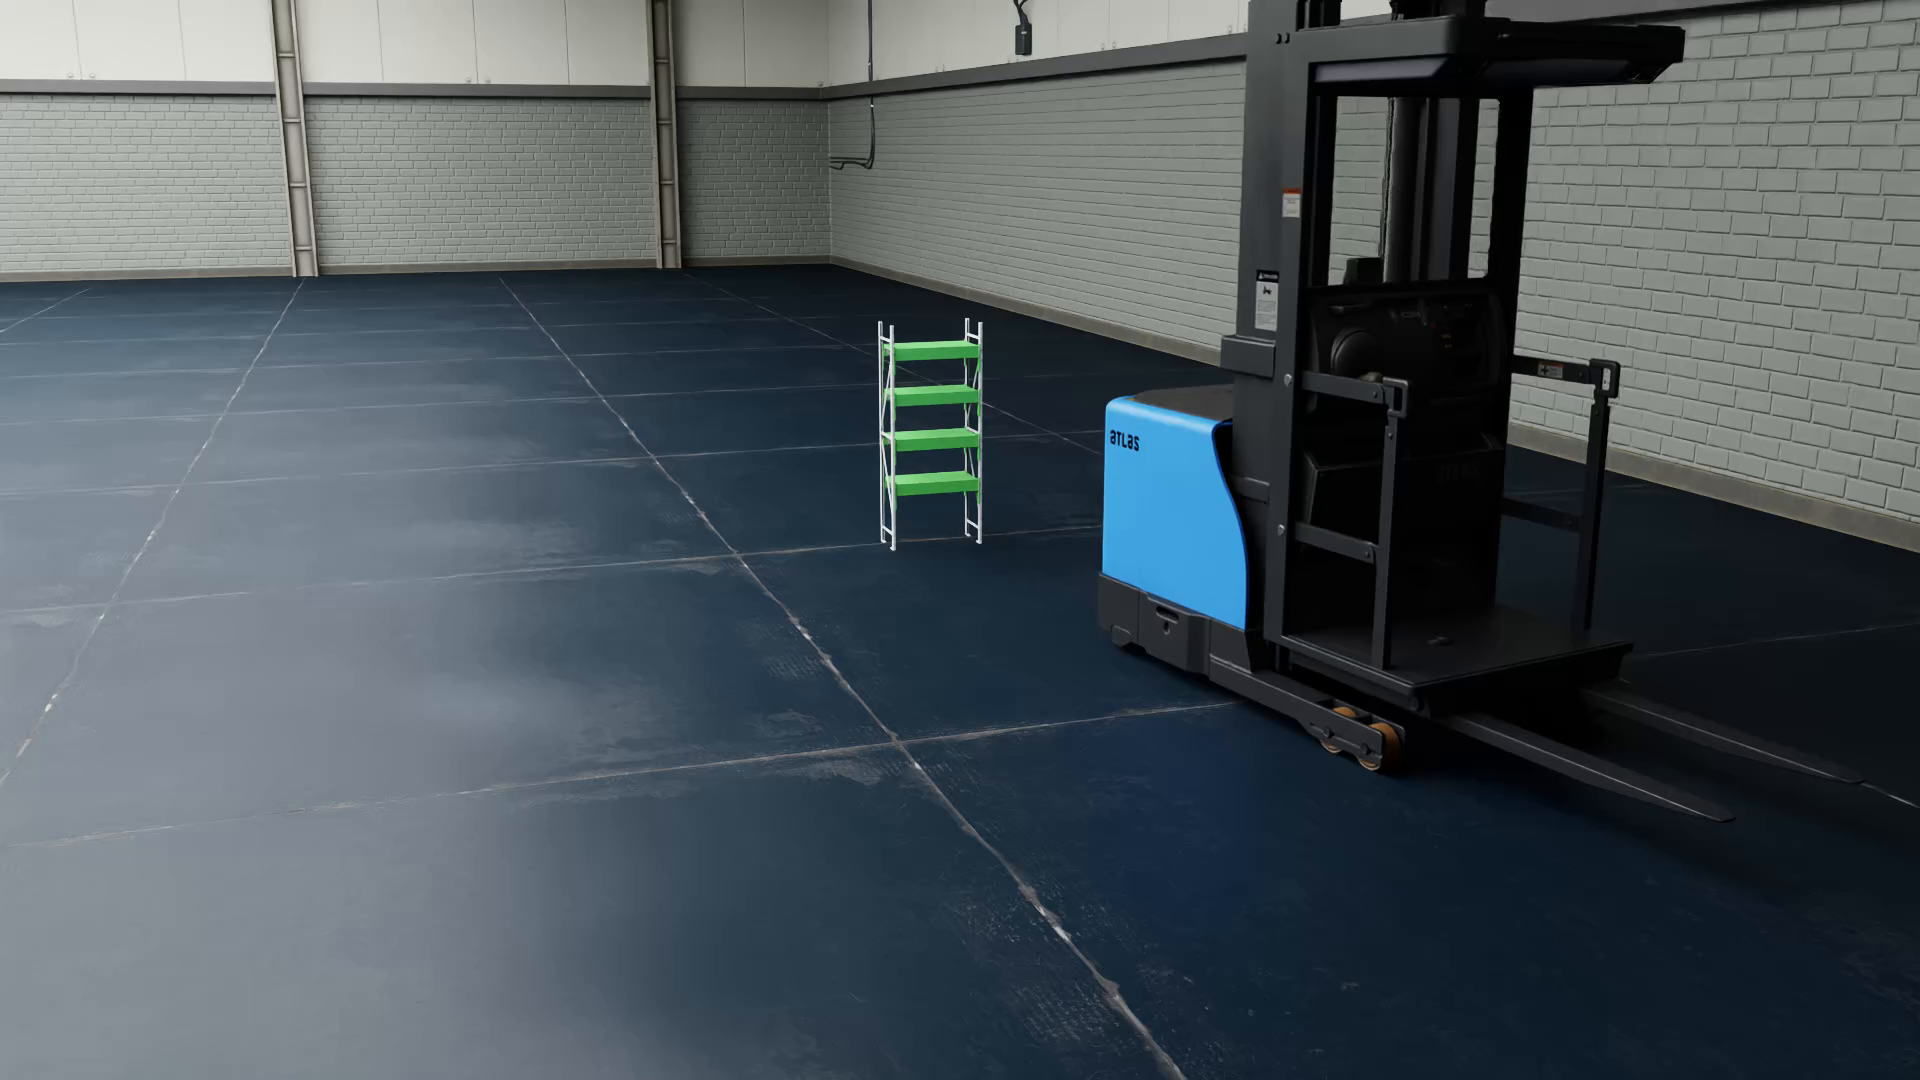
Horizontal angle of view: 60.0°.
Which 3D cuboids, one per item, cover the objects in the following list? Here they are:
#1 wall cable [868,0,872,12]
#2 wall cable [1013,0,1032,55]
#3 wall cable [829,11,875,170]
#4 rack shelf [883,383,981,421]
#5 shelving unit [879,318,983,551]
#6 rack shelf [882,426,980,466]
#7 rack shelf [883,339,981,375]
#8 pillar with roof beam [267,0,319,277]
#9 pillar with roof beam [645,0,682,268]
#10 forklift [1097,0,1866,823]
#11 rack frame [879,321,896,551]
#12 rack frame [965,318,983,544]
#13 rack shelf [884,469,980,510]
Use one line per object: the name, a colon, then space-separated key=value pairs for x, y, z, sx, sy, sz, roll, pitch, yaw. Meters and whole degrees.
wall cable: x=-1.065 y=-9.477 z=25.334 sx=0.112 sy=2.526 sz=3.097 roll=-4 pitch=14 yaw=-18
wall cable: x=1.085 y=-8.695 z=18.902 sx=0.169 sy=6.003 sz=2.305 roll=-4 pitch=14 yaw=-18
wall cable: x=-1.928 y=-7.613 z=28.413 sx=0.112 sy=2.526 sz=3.097 roll=-4 pitch=14 yaw=-18
rack shelf: x=-0.157 y=-0.743 z=8.912 sx=0.480 sy=0.148 sz=0.258 roll=-4 pitch=14 yaw=-18
shelving unit: x=-0.157 y=-0.571 z=8.953 sx=0.503 sy=1.200 sz=0.258 roll=-4 pitch=14 yaw=-18
rack shelf: x=-0.157 y=-0.509 z=8.967 sx=0.480 sy=0.148 sz=0.258 roll=-4 pitch=14 yaw=-18
rack shelf: x=-0.157 y=-0.976 z=8.856 sx=0.480 sy=0.148 sz=0.258 roll=-4 pitch=14 yaw=-18
pillar with roof beam: x=-9.455 y=-7.809 z=22.528 sx=0.400 sy=9.000 sz=9.100 roll=-4 pitch=14 yaw=-18
pillar with roof beam: x=-3.769 y=-8.252 z=24.389 sx=0.400 sy=9.000 sz=9.100 roll=-4 pitch=14 yaw=-18
forklift: x=1.753 y=-0.744 z=5.935 sx=1.130 sy=2.935 sz=3.031 roll=-7 pitch=15 yaw=-28
rack frame: x=-0.388 y=-0.553 z=8.877 sx=0.015 sy=1.200 sz=0.240 roll=-4 pitch=14 yaw=-18
rack frame: x=0.074 y=-0.590 z=9.028 sx=0.015 sy=1.200 sz=0.240 roll=-4 pitch=14 yaw=-18
rack shelf: x=-0.157 y=-0.276 z=9.023 sx=0.480 sy=0.148 sz=0.258 roll=-4 pitch=14 yaw=-18
